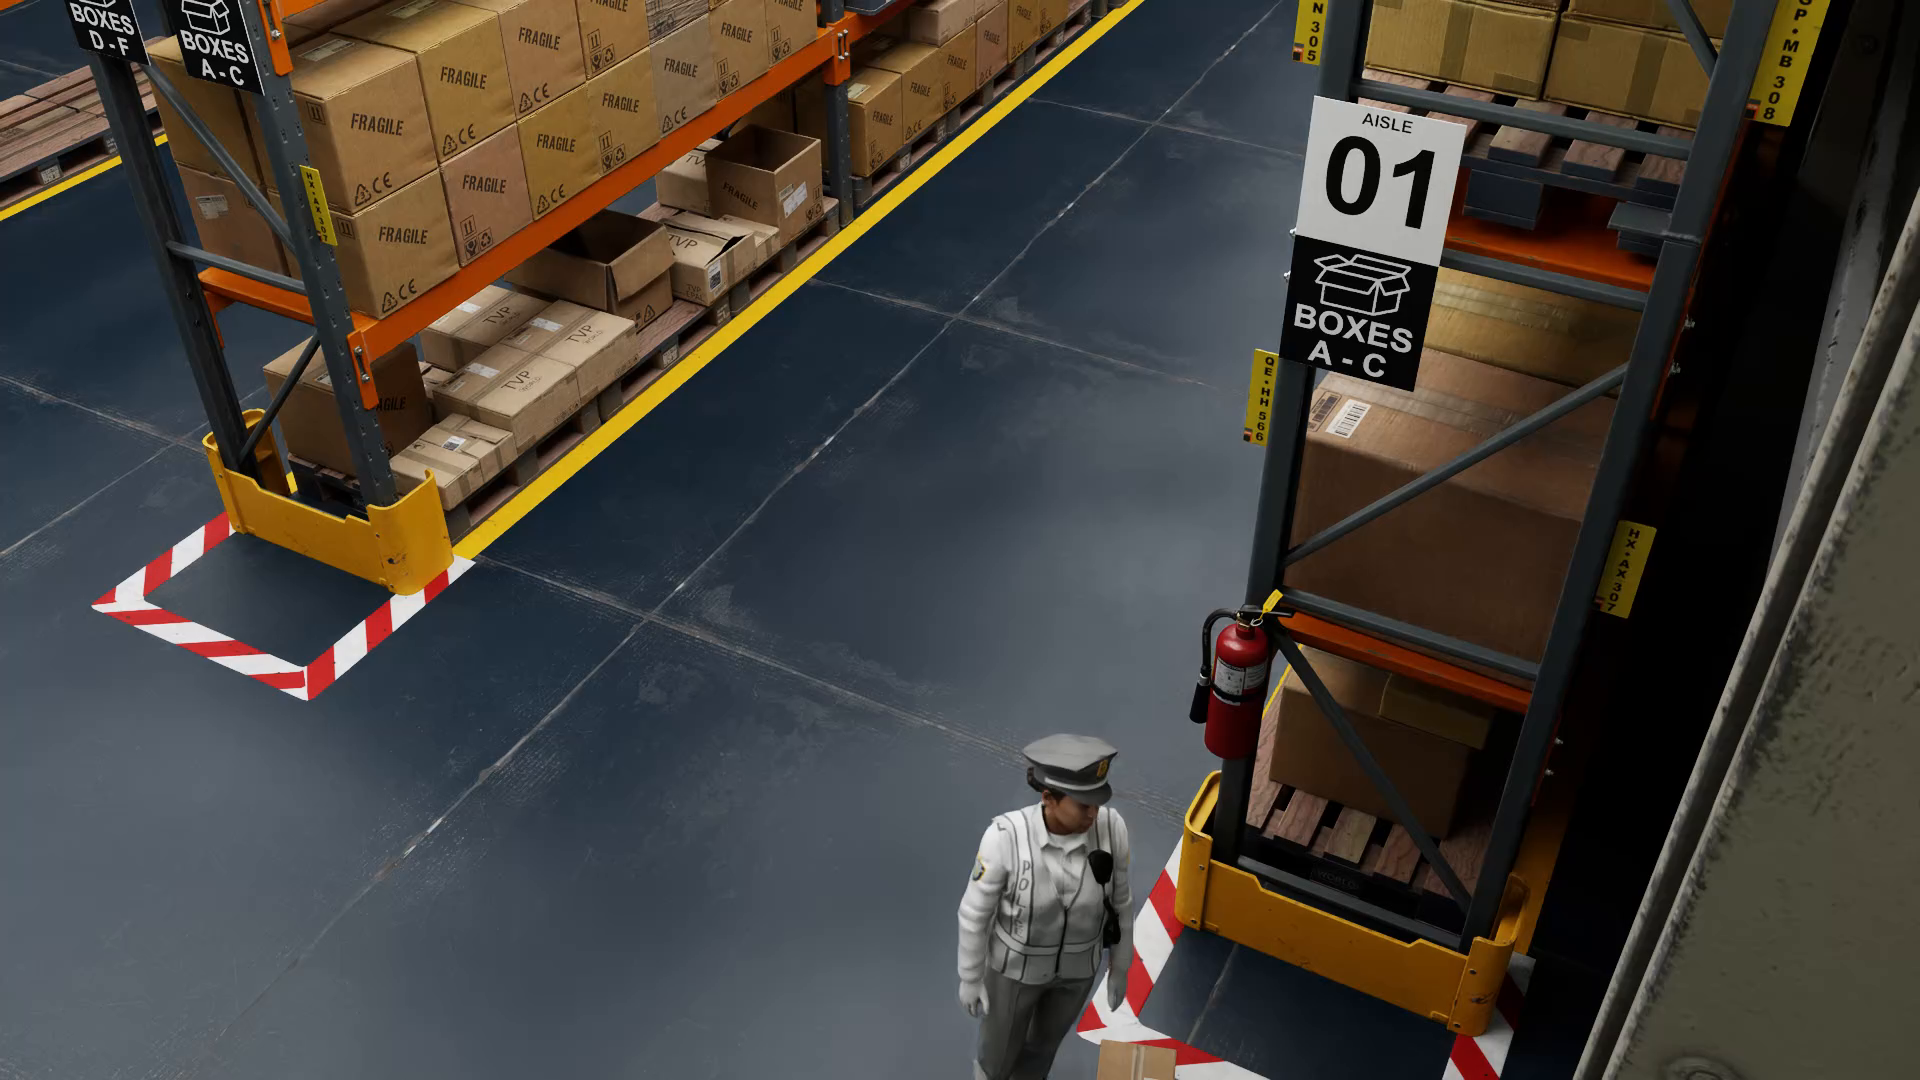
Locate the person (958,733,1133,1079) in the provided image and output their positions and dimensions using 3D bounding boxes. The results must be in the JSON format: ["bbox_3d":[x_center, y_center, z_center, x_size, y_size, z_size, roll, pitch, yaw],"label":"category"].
[{"bbox_3d":[0.247,1.244,5.046,0.542,1.668,0.504,-7,39,-9],"label":"person"}]
